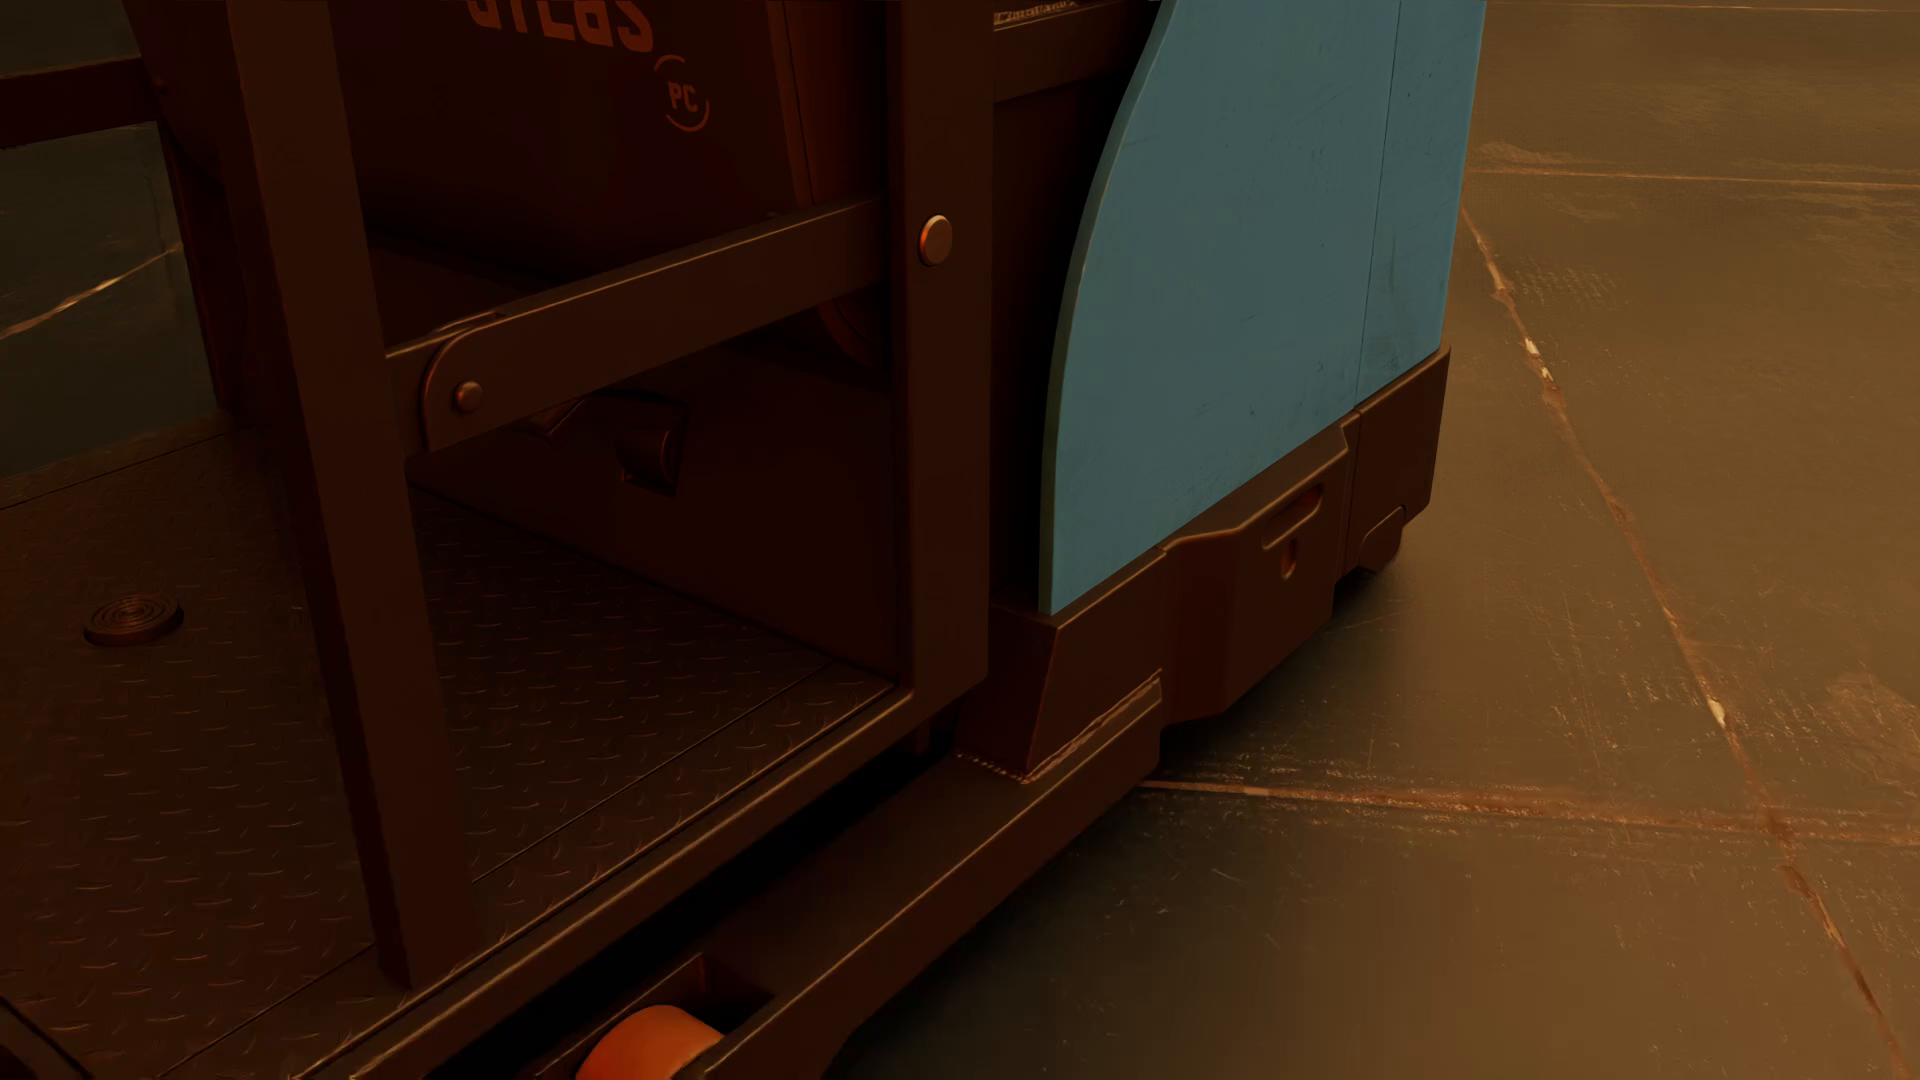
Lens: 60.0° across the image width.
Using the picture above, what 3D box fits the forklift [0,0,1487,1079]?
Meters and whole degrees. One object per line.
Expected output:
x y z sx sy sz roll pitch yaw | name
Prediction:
-0.591 -0.933 1.086 1.130 2.935 3.031 19 32 33 | forklift
